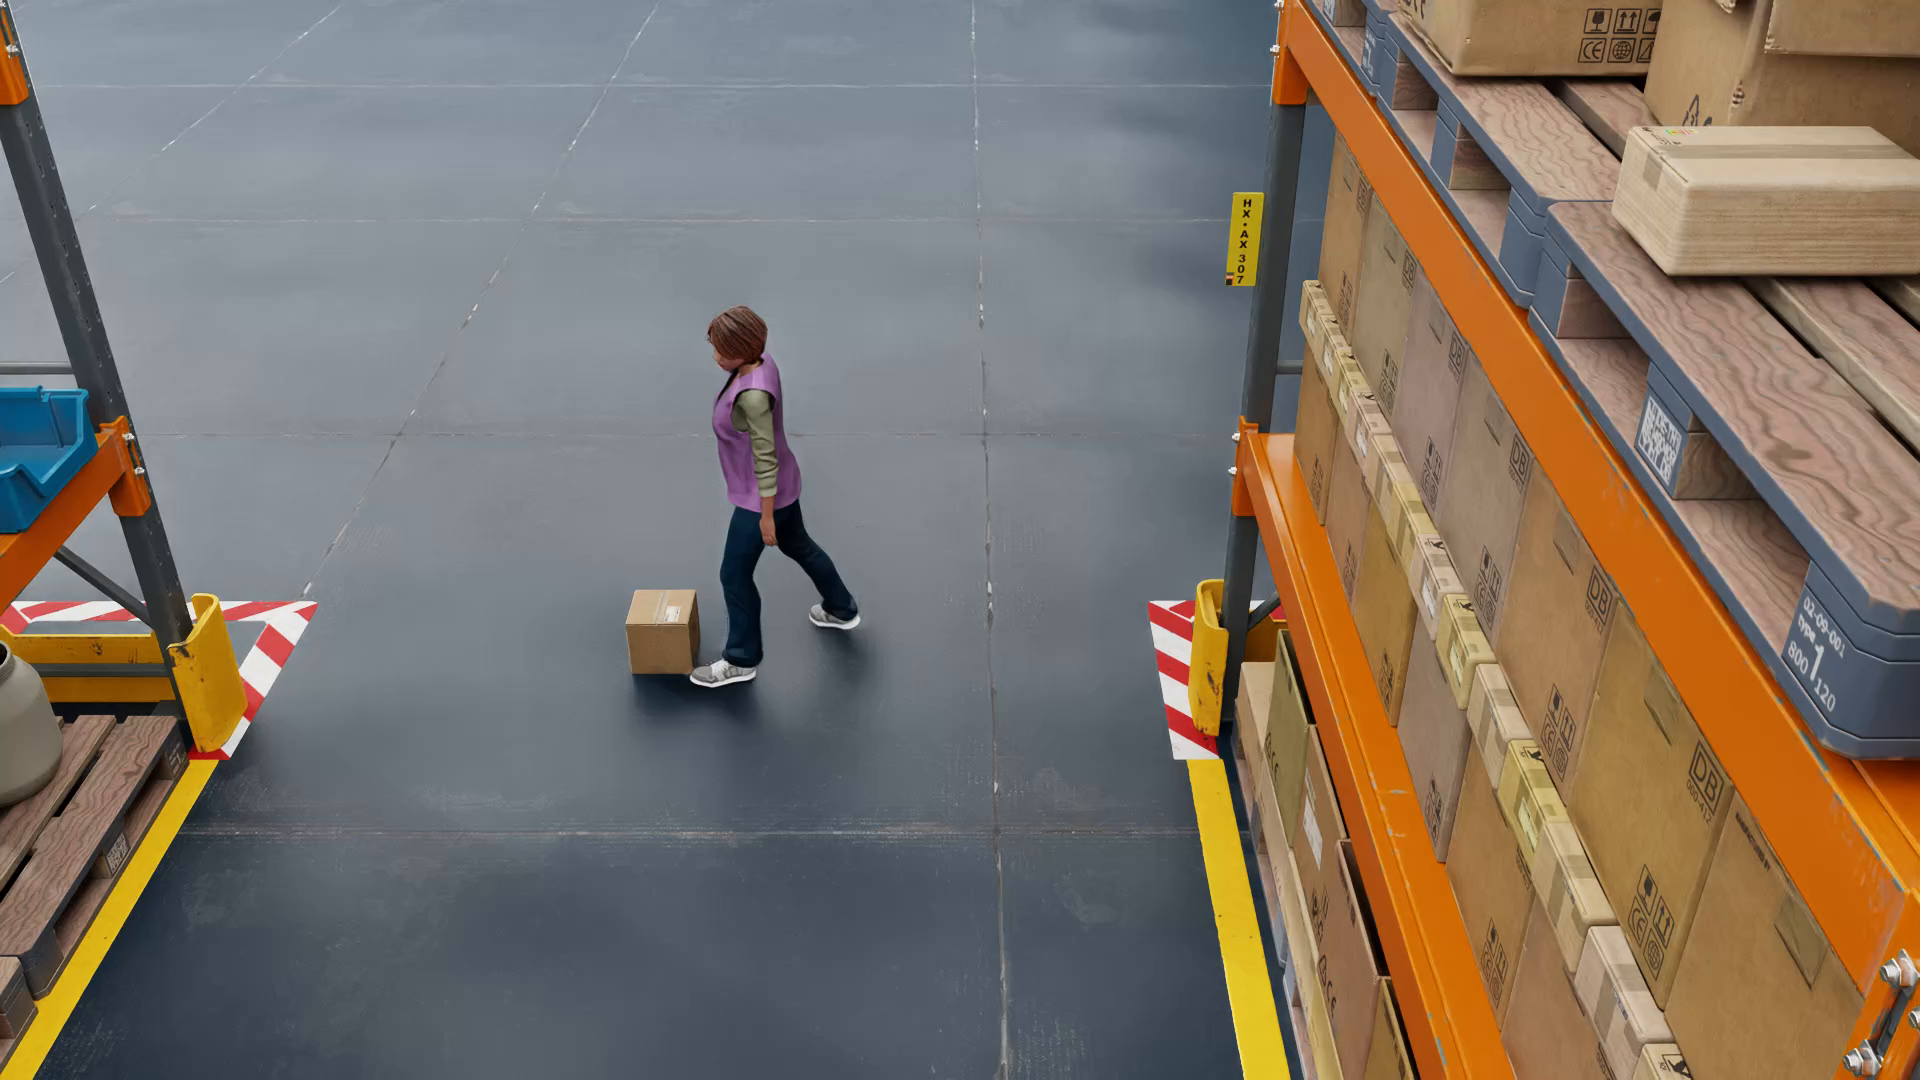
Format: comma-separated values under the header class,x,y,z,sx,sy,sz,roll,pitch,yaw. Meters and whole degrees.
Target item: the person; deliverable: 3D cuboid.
class,x,y,z,sx,sy,sz,roll,pitch,yaw
person,-0.755,-0.207,6.483,0.681,1.572,0.528,-1,32,-2
